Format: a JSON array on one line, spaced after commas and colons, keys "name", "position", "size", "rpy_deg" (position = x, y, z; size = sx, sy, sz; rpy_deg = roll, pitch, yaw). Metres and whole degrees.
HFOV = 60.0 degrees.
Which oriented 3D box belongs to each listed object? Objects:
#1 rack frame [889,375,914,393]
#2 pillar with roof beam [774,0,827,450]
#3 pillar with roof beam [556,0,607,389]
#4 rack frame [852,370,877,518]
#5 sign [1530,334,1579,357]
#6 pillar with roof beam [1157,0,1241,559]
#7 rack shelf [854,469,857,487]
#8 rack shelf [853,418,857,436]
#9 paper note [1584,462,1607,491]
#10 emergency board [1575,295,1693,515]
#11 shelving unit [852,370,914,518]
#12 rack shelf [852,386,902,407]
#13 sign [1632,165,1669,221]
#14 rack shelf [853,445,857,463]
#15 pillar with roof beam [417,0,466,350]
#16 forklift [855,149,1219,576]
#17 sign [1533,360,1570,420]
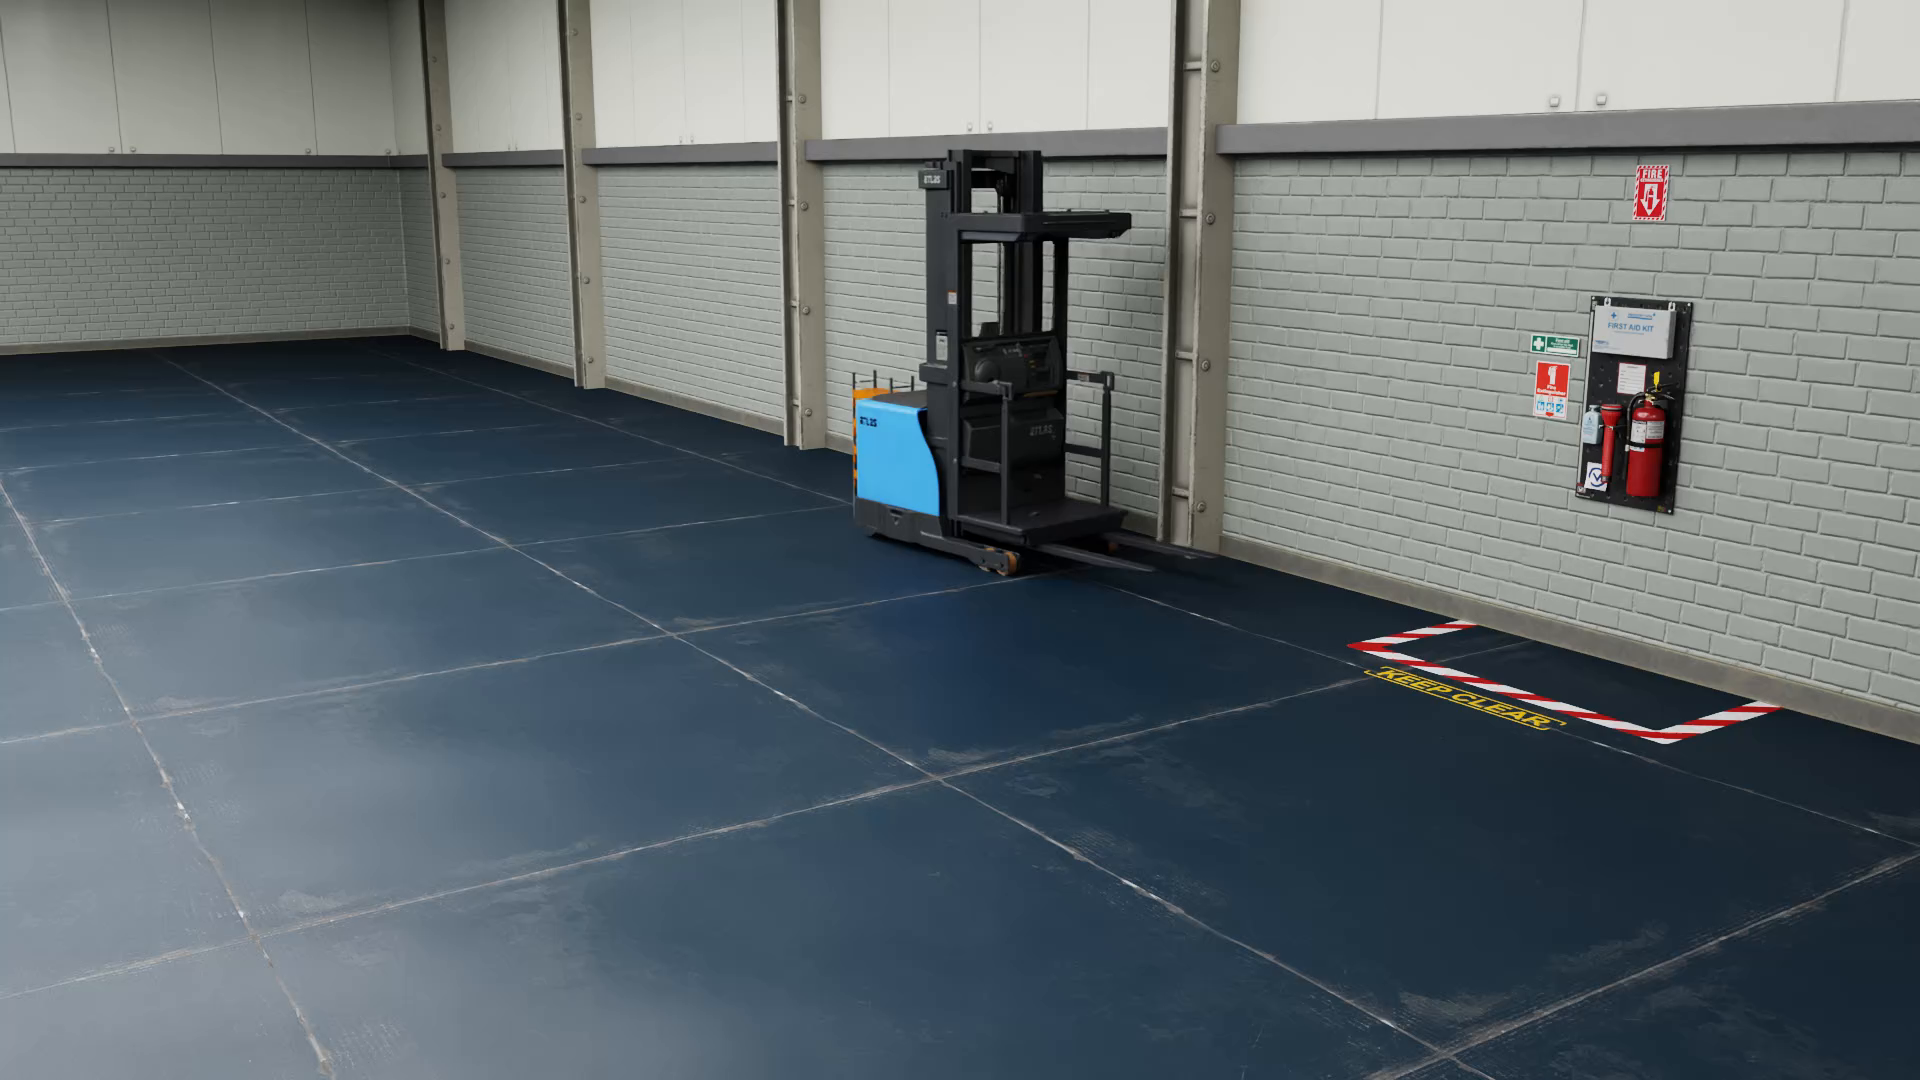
[{"name": "rack frame", "position": [-0.461, -0.708, 13.289], "size": [0.240, 1.200, 0.015], "rpy_deg": [-10, 16, -40]}, {"name": "pillar with roof beam", "position": [-5.190, -4.867, 14.053], "size": [9.100, 9.000, 0.400], "rpy_deg": [-8, 15, -33]}, {"name": "pillar with roof beam", "position": [-8.514, -5.934, 18.933], "size": [9.100, 9.000, 0.400], "rpy_deg": [-8, 15, -33]}, {"name": "rack frame", "position": [-0.779, -0.787, 13.651], "size": [0.240, 1.200, 0.015], "rpy_deg": [-10, 16, -40]}, {"name": "sign", "position": [3.480, -1.141, 9.732], "size": [0.001, 0.109, 0.331], "rpy_deg": [-8, 15, -33]}, {"name": "pillar with roof beam", "position": [-1.866, -3.800, 9.174], "size": [9.100, 9.000, 0.400], "rpy_deg": [-8, 15, -33]}, {"name": "rack shelf", "position": [-0.620, -0.487, 13.527], "size": [0.258, 0.148, 0.480], "rpy_deg": [-10, 16, -40]}, {"name": "rack shelf", "position": [-0.620, -0.900, 13.436], "size": [0.258, 0.148, 0.480], "rpy_deg": [-10, 16, -40]}, {"name": "paper note", "position": [3.664, -0.365, 9.571], "size": [0.016, 0.148, 0.142], "rpy_deg": [-8, 15, -33]}, {"name": "emergency board", "position": [3.705, -0.756, 9.295], "size": [0.194, 1.169, 0.643], "rpy_deg": [-8, 15, -33]}, {"name": "shelving unit", "position": [-0.620, -0.747, 13.470], "size": [0.258, 1.200, 0.503], "rpy_deg": [-10, 16, -40]}, {"name": "rack shelf", "position": [-0.620, -1.131, 13.386], "size": [0.258, 0.148, 0.480], "rpy_deg": [-10, 16, -40]}, {"name": "sign", "position": [3.784, -1.901, 9.108], "size": [0.001, 0.298, 0.199], "rpy_deg": [-8, 15, -33]}, {"name": "rack shelf", "position": [-0.620, -0.681, 13.484], "size": [0.258, 0.148, 0.480], "rpy_deg": [-10, 16, -40]}, {"name": "pillar with roof beam", "position": [-11.838, -7.001, 23.812], "size": [9.100, 9.000, 0.400], "rpy_deg": [-8, 15, -33]}, {"name": "forklift", "position": [0.524, -1.301, 11.952], "size": [1.130, 2.935, 3.031], "rpy_deg": [-10, 16, -40]}, {"name": "sign", "position": [3.485, -0.884, 9.797], "size": [0.001, 0.329, 0.234], "rpy_deg": [-8, 15, -33]}]
